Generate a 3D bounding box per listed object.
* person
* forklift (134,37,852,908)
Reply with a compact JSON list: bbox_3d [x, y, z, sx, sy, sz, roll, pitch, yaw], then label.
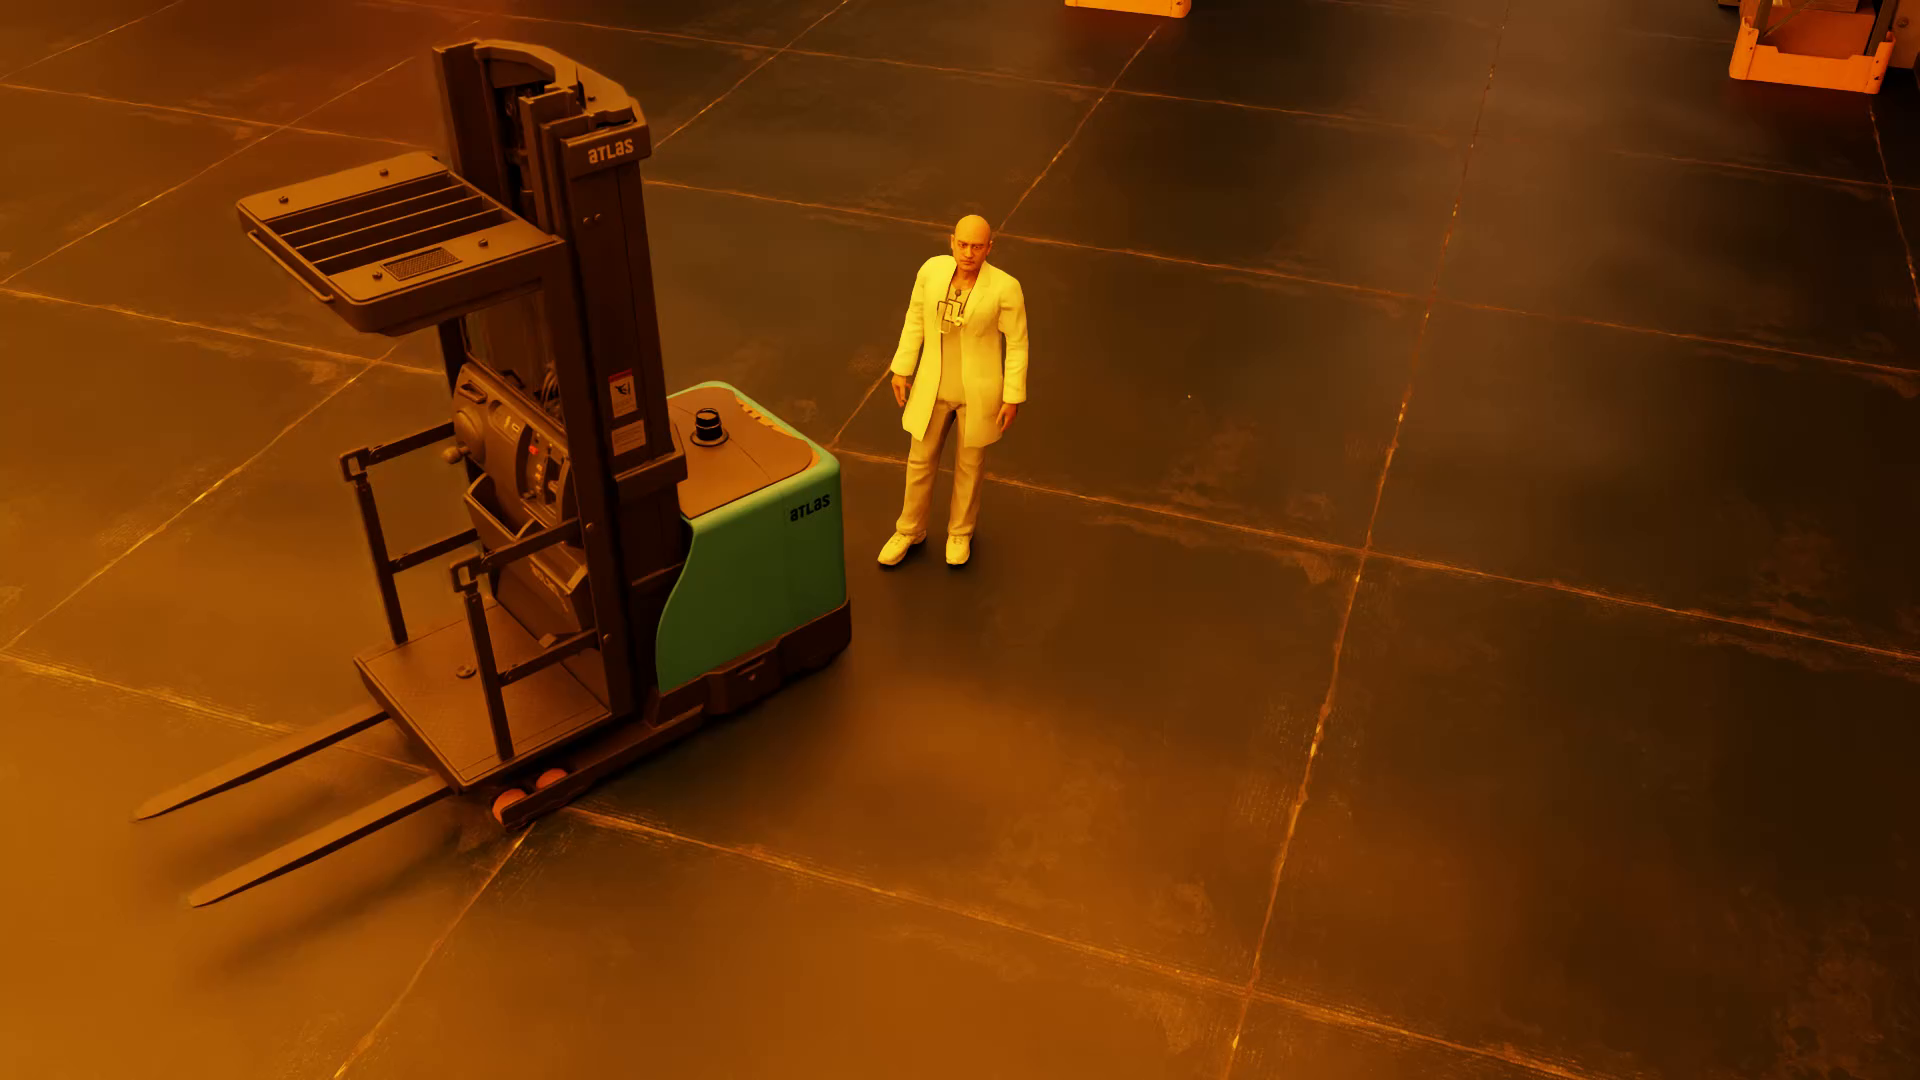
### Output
[{"bbox_3d":[-0.034,-0.682,8.057,0.698,1.777,0.578,12,37,16],"label":"person"},{"bbox_3d":[-1.964,-0.334,6.582,3.031,2.935,1.130,-26,43,-32],"label":"forklift"}]
